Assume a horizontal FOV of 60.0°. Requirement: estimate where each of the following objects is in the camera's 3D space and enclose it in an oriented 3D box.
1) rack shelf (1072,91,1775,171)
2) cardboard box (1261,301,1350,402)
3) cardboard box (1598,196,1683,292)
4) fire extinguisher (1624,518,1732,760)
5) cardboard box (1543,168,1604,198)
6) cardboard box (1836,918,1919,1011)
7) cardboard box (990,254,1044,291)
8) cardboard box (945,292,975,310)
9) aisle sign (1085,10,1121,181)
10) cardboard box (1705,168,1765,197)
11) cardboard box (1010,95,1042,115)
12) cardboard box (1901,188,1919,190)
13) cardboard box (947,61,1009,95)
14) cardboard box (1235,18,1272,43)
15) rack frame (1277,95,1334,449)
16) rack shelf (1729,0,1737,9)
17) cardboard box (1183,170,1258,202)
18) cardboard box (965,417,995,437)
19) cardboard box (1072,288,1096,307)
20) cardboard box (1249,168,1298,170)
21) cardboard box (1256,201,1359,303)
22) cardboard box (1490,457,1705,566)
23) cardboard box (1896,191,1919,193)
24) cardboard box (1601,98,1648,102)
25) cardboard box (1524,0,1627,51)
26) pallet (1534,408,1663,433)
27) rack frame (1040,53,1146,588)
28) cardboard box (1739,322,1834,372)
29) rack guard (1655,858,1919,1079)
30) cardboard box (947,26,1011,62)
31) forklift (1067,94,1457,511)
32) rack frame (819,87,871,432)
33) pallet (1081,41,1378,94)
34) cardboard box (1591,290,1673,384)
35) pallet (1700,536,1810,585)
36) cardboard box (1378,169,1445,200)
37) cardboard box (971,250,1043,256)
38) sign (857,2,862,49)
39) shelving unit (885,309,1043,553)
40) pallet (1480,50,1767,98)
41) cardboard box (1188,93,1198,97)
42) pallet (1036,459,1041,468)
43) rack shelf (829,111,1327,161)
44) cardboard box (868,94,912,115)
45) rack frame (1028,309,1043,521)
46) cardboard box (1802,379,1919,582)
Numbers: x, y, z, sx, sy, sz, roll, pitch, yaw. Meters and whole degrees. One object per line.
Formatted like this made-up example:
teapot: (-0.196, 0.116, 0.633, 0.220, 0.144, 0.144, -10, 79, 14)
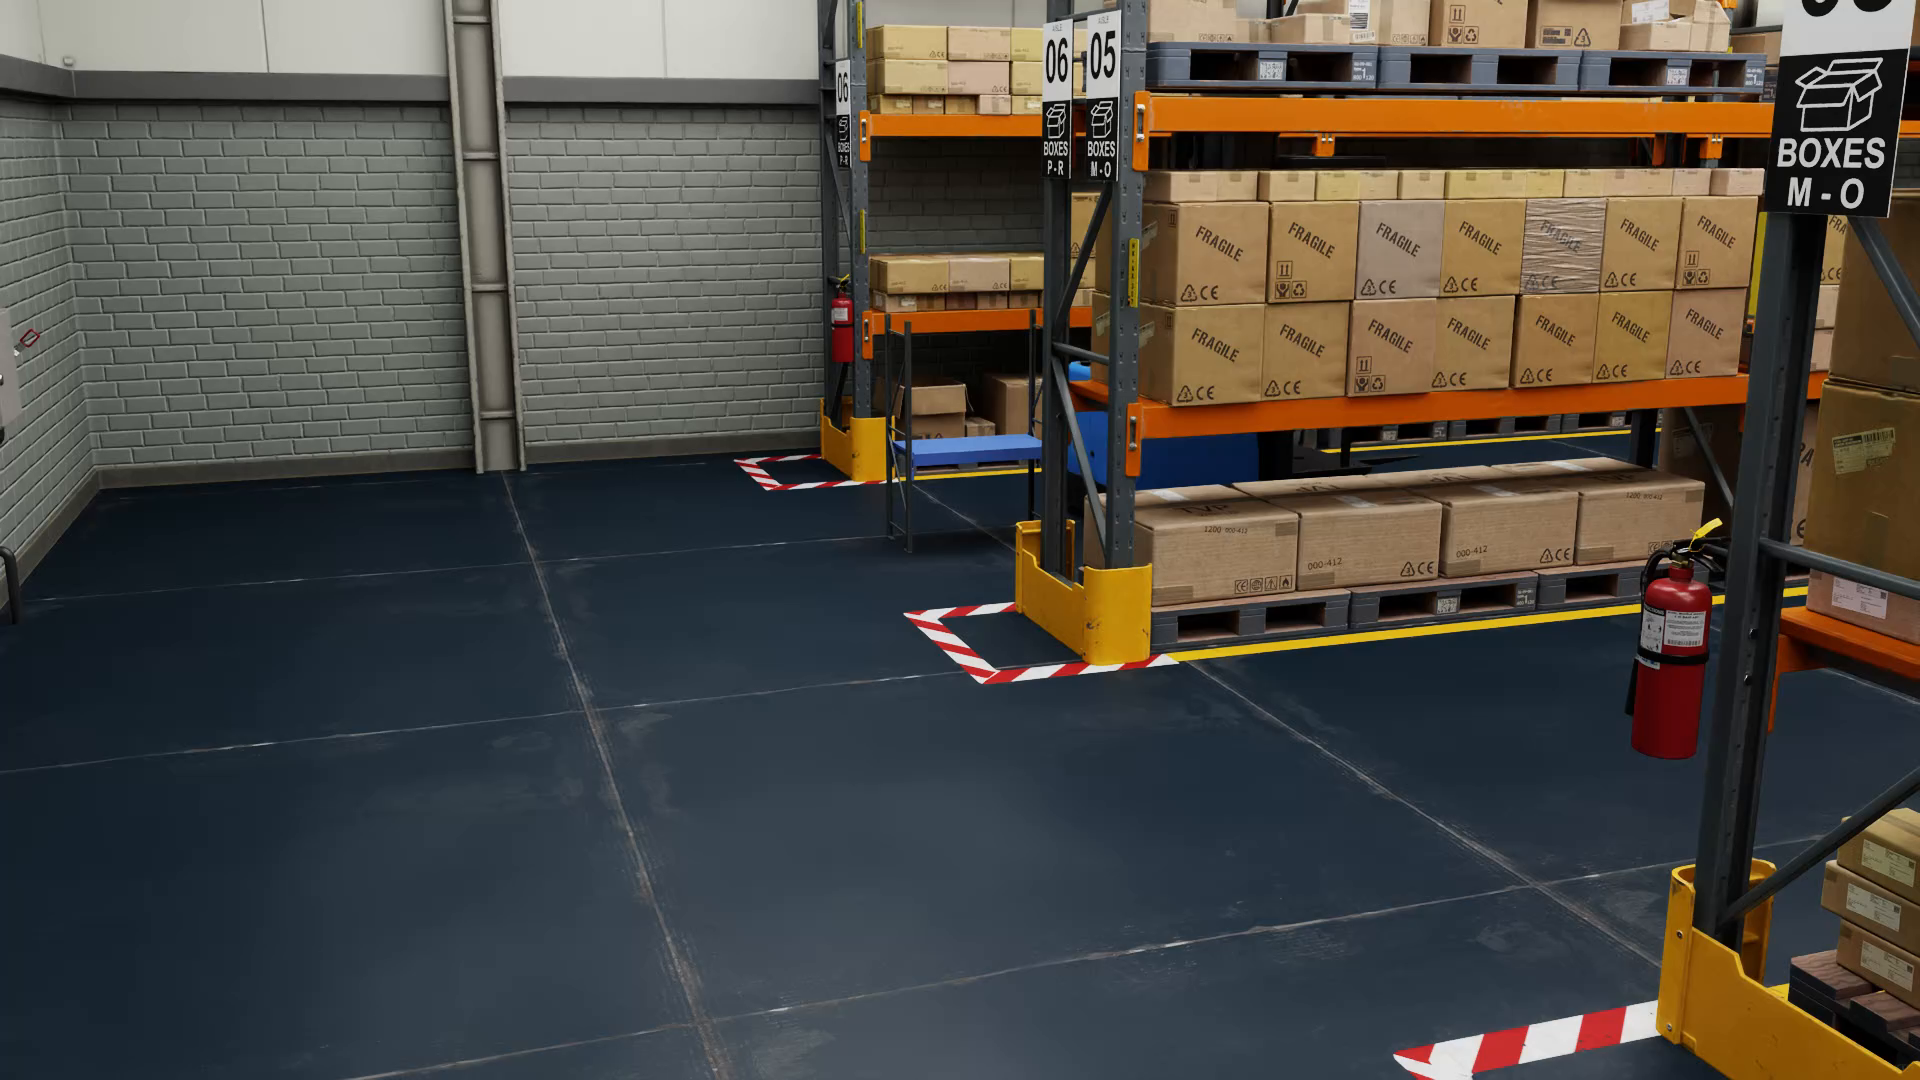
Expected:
rack shelf: (2.565, -2.215, 9.045, 4.000, 0.370, 1.077, -4, 14, -18)
cardboard box: (1.686, -1.022, 8.743, 0.500, 0.500, 0.500, -5, 14, -19)
cardboard box: (3.618, -1.657, 9.251, 0.500, 0.500, 0.500, -5, 14, -19)
fire extinguisher: (1.958, 0.257, 4.554, 0.183, 0.674, 0.296, -4, 14, -18)
cardboard box: (3.286, -1.950, 9.082, 0.250, 0.149, 0.380, -5, 14, -18)
cardboard box: (2.776, 1.218, 4.792, 0.250, 0.149, 0.380, -4, 14, -17)
cardboard box: (0.556, -2.168, 13.456, 0.500, 0.250, 0.500, -5, 14, -19)
cardboard box: (-0.054, -1.944, 13.377, 0.250, 0.149, 0.380, -5, 14, -19)
aisle sign: (0.694, -2.154, 8.097, 0.004, 0.787, 0.394, -4, 14, -18)
cardboard box: (4.270, -2.011, 9.338, 0.250, 0.149, 0.380, -5, 14, -19)
cardboard box: (0.463, -3.413, 13.070, 0.250, 0.149, 0.380, -4, 14, -18)
cardboard box: (6.264, -1.991, 10.653, 0.500, 0.500, 0.500, -4, 14, -17)
cardboard box: (0.066, -3.592, 12.962, 0.500, 0.250, 0.500, -4, 14, -17)
cardboard box: (1.439, -2.649, 8.736, 0.250, 0.149, 0.380, -6, 14, -22)
rack frame: (2.874, -2.341, 14.505, 0.127, 3.000, 1.000, -4, 14, -18)
rack shelf: (8.561, -5.158, 15.802, 4.000, 0.370, 1.077, -4, 14, -18)
cardboard box: (1.320, -1.809, 8.487, 0.250, 0.149, 0.380, -4, 14, -17)
cardboard box: (0.108, -0.911, 13.743, 0.250, 0.149, 0.380, -5, 14, -20)
cardboard box: (0.962, -1.996, 13.596, 0.250, 0.149, 0.380, -4, 14, -17)
cardboard box: (1.648, -1.950, 9.080, 0.250, 0.149, 0.380, -4, 14, -17)
cardboard box: (1.703, -1.506, 8.614, 0.500, 0.500, 0.500, -5, 14, -20)
cardboard box: (3.831, -0.188, 10.081, 0.875, 0.438, 0.875, -5, 14, -19)
cardboard box: (5.919, -1.838, 10.010, 0.500, 0.500, 0.500, -5, 14, -19)
cardboard box: (5.780, -3.895, 14.876, 0.500, 0.250, 0.500, -4, 14, -18)
cardboard box: (3.193, -2.909, 9.062, 0.637, 0.503, 0.797, -3, 14, -14)
pallet: (5.945, -1.233, 15.872, 1.213, 0.211, 1.003, -4, 14, -18)
rack frame: (0.669, -0.958, 8.688, 0.127, 3.000, 1.000, -4, 14, -18)
cardboard box: (4.962, -1.155, 9.839, 0.500, 0.250, 0.500, -5, 14, -19)
rack guard: (2.416, 1.331, 4.468, 0.348, 0.500, 1.175, -4, 14, -18)
cardboard box: (0.071, -3.832, 12.888, 0.500, 0.250, 0.500, -5, 14, -18)
forklift: (2.291, -1.677, 11.858, 3.031, 2.935, 1.130, -5, 14, -21)
rack frame: (-0.917, -2.046, 13.263, 0.127, 3.000, 1.000, -4, 14, -18)
pallet: (1.369, -2.431, 8.591, 1.213, 0.211, 1.003, -4, 14, -18)
cardboard box: (3.617, -1.172, 9.373, 0.500, 0.500, 0.500, -5, 14, -19)
pallet: (5.168, 0.030, 10.561, 1.213, 0.211, 1.003, -4, 14, -18)
cardboard box: (2.328, -1.867, 8.729, 0.250, 0.149, 0.380, -4, 14, -18)
cardboard box: (0.394, -2.283, 13.942, 0.500, 0.250, 0.500, -4, 14, -16)
sign: (-0.744, -3.812, 12.315, 0.005, 0.325, 0.100, -4, 14, -18)
shelving unit: (0.081, -0.736, 10.996, 1.048, 1.500, 0.538, -4, 14, -18)
pallet: (3.682, -2.611, 9.348, 1.213, 0.211, 1.003, -4, 14, -18)
cardboard box: (2.007, -3.741, 13.589, 0.500, 0.250, 0.500, -5, 14, -20)
pallet: (1.064, -0.843, 14.233, 1.213, 0.211, 1.003, -4, 14, -18)
rack shelf: (0.978, -3.303, 13.620, 4.000, 0.370, 1.077, -4, 14, -18)
cardboard box: (-0.541, -3.356, 12.830, 0.250, 0.149, 0.380, -4, 14, -17)
rack frame: (0.563, -0.773, 11.153, 0.032, 1.500, 0.500, -4, 14, -18)
cardboard box: (2.688, -0.163, 4.486, 0.500, 0.500, 0.500, -4, 14, -17)
